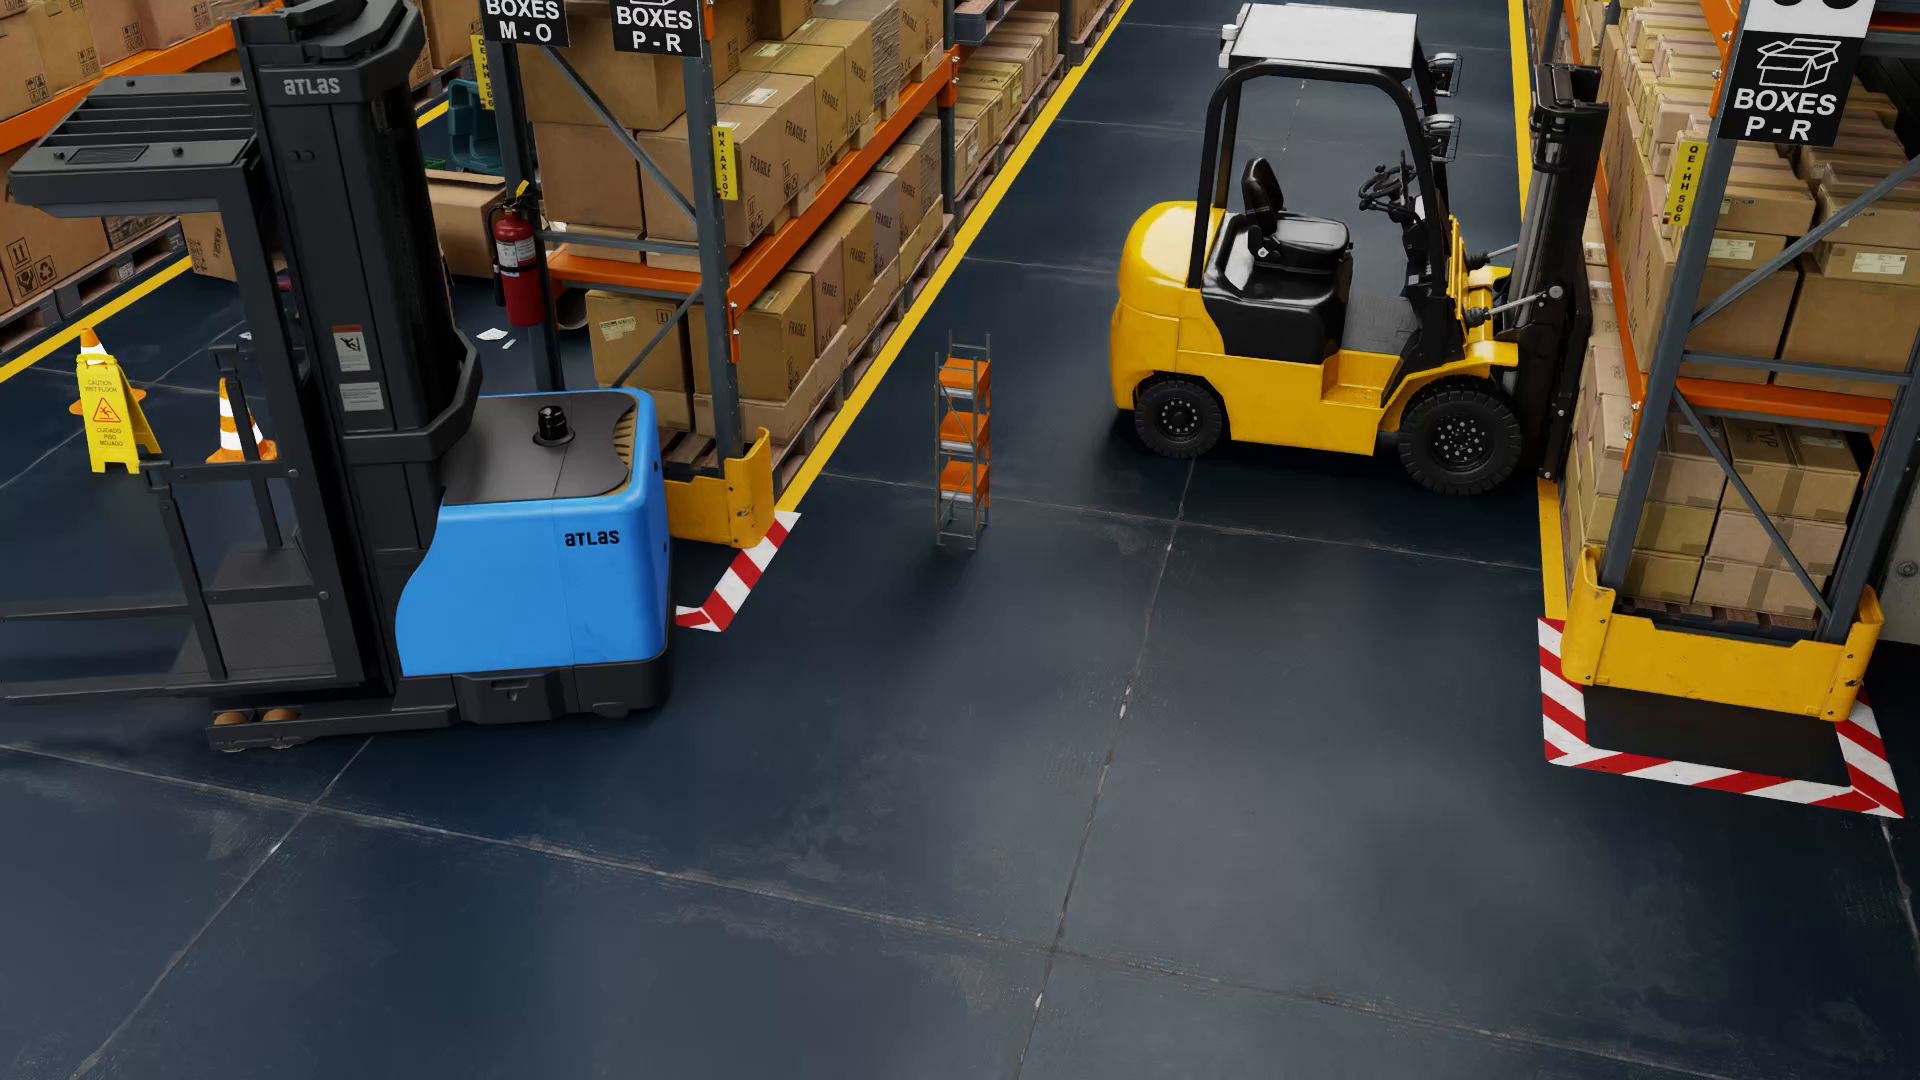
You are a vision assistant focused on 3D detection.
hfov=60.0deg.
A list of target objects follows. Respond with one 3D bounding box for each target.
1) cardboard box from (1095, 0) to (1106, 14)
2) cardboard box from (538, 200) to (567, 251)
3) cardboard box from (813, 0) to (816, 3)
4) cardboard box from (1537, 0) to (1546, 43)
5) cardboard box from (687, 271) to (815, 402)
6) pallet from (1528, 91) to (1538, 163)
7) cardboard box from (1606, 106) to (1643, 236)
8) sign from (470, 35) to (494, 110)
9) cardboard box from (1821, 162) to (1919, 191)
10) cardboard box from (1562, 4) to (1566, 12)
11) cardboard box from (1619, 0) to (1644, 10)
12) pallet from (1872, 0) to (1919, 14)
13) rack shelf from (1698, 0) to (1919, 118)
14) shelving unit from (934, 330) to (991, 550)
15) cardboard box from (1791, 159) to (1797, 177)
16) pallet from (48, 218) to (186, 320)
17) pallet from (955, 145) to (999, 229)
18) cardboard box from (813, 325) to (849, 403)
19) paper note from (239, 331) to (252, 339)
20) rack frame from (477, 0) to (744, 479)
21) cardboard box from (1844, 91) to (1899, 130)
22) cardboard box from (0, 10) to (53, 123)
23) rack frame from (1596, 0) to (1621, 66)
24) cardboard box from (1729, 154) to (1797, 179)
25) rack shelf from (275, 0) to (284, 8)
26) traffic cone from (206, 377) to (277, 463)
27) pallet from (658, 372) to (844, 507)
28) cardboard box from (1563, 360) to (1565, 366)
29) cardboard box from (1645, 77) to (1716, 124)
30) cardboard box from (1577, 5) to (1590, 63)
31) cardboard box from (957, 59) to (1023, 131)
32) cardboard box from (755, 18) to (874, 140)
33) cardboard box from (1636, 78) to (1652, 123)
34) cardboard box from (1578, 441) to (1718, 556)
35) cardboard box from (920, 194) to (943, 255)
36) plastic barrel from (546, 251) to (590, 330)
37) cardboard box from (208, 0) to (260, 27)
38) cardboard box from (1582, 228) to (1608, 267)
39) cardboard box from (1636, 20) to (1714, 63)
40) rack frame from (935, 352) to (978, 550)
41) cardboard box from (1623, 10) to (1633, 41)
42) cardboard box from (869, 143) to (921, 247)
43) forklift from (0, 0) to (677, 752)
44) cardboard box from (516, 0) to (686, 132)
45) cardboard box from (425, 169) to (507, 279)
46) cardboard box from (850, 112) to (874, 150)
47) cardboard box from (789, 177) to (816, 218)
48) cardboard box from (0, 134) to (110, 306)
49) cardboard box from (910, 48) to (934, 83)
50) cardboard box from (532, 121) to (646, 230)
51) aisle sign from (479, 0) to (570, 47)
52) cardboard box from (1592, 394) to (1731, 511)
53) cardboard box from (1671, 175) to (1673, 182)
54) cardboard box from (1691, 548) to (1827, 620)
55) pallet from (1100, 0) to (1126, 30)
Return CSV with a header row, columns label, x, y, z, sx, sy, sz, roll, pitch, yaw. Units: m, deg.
label,x,y,z,sx,sy,sz,roll,pitch,yaw
cardboard box,0.967,-5.585,15.829,0.875,0.875,0.875,8,33,13
cardboard box,-2.816,-2.135,11.361,0.258,0.266,0.396,-14,35,-21
cardboard box,-1.160,-3.292,9.329,0.700,0.500,0.500,7,33,11
cardboard box,5.450,-4.723,14.822,0.500,0.500,0.500,9,34,14
cardboard box,-1.071,-1.071,8.611,0.500,0.500,0.500,7,33,11
pallet,5.037,-3.223,13.123,1.003,0.211,1.213,8,33,12
cardboard box,3.512,-1.800,8.192,0.500,0.500,0.500,8,33,13
sign,-2.081,-2.052,7.308,0.100,0.325,0.005,8,33,12
cardboard box,3.673,-1.386,6.659,0.380,0.149,0.250,9,34,14
cardboard box,5.164,-4.508,13.880,0.380,0.149,0.250,6,33,10
cardboard box,3.901,-3.062,9.296,0.380,0.149,0.250,9,33,13
pallet,3.458,-2.262,6.299,1.003,0.211,1.213,8,33,12
rack shelf,3.761,-2.670,7.529,1.077,0.370,4.000,8,33,12
shelving unit,0.014,-0.471,8.012,0.215,1.050,0.252,8,33,12
cardboard box,3.789,-1.525,7.155,0.380,0.149,0.250,7,33,11
pallet,-5.924,-1.845,10.956,1.003,0.211,1.213,8,33,12
pallet,-0.338,-2.647,12.217,1.003,0.211,1.213,8,33,12
cardboard box,-0.940,-1.006,9.207,0.500,0.250,0.500,9,34,14
paper note,-4.333,-1.273,10.225,0.144,0.017,0.142,20,38,29
rack frame,-1.549,-1.344,7.568,1.000,3.000,0.127,8,33,12
cardboard box,3.979,-1.916,7.493,0.380,0.149,0.250,7,33,11
cardboard box,-5.930,-2.789,9.702,0.875,0.550,0.550,8,33,12
rack frame,4.268,-2.746,9.773,1.000,3.000,0.127,8,33,12
cardboard box,3.173,-1.458,6.773,0.380,0.149,0.250,8,33,12
rack shelf,-4.840,-4.775,13.636,1.077,0.370,4.000,8,33,12
traffic cone,-3.847,-0.647,8.836,0.336,0.463,0.334,8,33,12
pallet,-1.289,-0.623,9.034,1.003,0.211,1.213,8,33,12
cardboard box,3.448,-0.761,8.823,0.500,0.250,0.500,9,34,14
cardboard box,3.367,-2.002,7.628,0.380,0.149,0.250,9,33,13
cardboard box,4.265,-3.241,10.692,0.500,0.250,0.500,8,33,12
cardboard box,-0.049,-3.495,13.010,0.950,0.372,0.625,9,34,14
cardboard box,-0.783,-2.518,9.045,0.500,0.500,0.500,7,33,11
cardboard box,3.521,-2.132,8.111,0.380,0.149,0.250,7,33,11
cardboard box,3.074,-0.193,7.463,0.500,0.250,0.500,8,33,12
cardboard box,-0.424,-2.093,10.918,0.500,0.250,0.500,10,34,15
plastic barrel,-2.489,-1.535,10.270,0.421,0.421,0.512,-21,38,-29
cardboard box,-5.429,-3.911,11.467,0.875,0.550,0.550,8,33,12
cardboard box,3.587,-1.453,8.978,0.500,0.250,0.500,9,34,14
cardboard box,3.661,-2.523,8.447,0.380,0.149,0.250,8,33,12
rack frame,-0.017,-0.408,7.912,0.200,1.050,0.008,8,33,12
cardboard box,3.869,-2.798,9.157,0.380,0.149,0.250,9,33,14
cardboard box,-0.552,-2.145,10.301,0.500,0.500,0.500,9,33,13
forklift,-2.782,-0.660,6.556,3.031,2.935,1.130,-4,33,-6
cardboard box,-1.630,-2.228,7.657,0.700,0.500,0.500,7,33,11
cardboard box,-3.323,-2.090,10.943,0.797,0.637,0.503,8,33,12
cardboard box,-0.699,-2.311,9.323,0.380,0.149,0.250,8,33,13
cardboard box,-0.957,-1.771,8.474,0.380,0.149,0.250,9,33,13
cardboard box,-6.033,-2.064,10.289,0.875,0.875,0.875,8,33,12
cardboard box,-0.377,-2.975,10.368,0.380,0.149,0.250,9,33,13
cardboard box,-1.678,-1.831,7.963,0.500,0.500,0.500,7,33,12
aisle sign,-1.845,-2.448,6.882,0.394,0.787,0.004,8,33,12
cardboard box,3.068,-0.390,7.308,0.500,0.250,0.500,9,34,14
cardboard box,3.231,-1.467,7.064,0.380,0.149,0.250,9,33,13
cardboard box,3.567,0.085,7.492,0.500,0.250,0.500,8,33,13
pallet,1.066,-5.349,16.467,1.003,0.211,1.213,8,33,12
